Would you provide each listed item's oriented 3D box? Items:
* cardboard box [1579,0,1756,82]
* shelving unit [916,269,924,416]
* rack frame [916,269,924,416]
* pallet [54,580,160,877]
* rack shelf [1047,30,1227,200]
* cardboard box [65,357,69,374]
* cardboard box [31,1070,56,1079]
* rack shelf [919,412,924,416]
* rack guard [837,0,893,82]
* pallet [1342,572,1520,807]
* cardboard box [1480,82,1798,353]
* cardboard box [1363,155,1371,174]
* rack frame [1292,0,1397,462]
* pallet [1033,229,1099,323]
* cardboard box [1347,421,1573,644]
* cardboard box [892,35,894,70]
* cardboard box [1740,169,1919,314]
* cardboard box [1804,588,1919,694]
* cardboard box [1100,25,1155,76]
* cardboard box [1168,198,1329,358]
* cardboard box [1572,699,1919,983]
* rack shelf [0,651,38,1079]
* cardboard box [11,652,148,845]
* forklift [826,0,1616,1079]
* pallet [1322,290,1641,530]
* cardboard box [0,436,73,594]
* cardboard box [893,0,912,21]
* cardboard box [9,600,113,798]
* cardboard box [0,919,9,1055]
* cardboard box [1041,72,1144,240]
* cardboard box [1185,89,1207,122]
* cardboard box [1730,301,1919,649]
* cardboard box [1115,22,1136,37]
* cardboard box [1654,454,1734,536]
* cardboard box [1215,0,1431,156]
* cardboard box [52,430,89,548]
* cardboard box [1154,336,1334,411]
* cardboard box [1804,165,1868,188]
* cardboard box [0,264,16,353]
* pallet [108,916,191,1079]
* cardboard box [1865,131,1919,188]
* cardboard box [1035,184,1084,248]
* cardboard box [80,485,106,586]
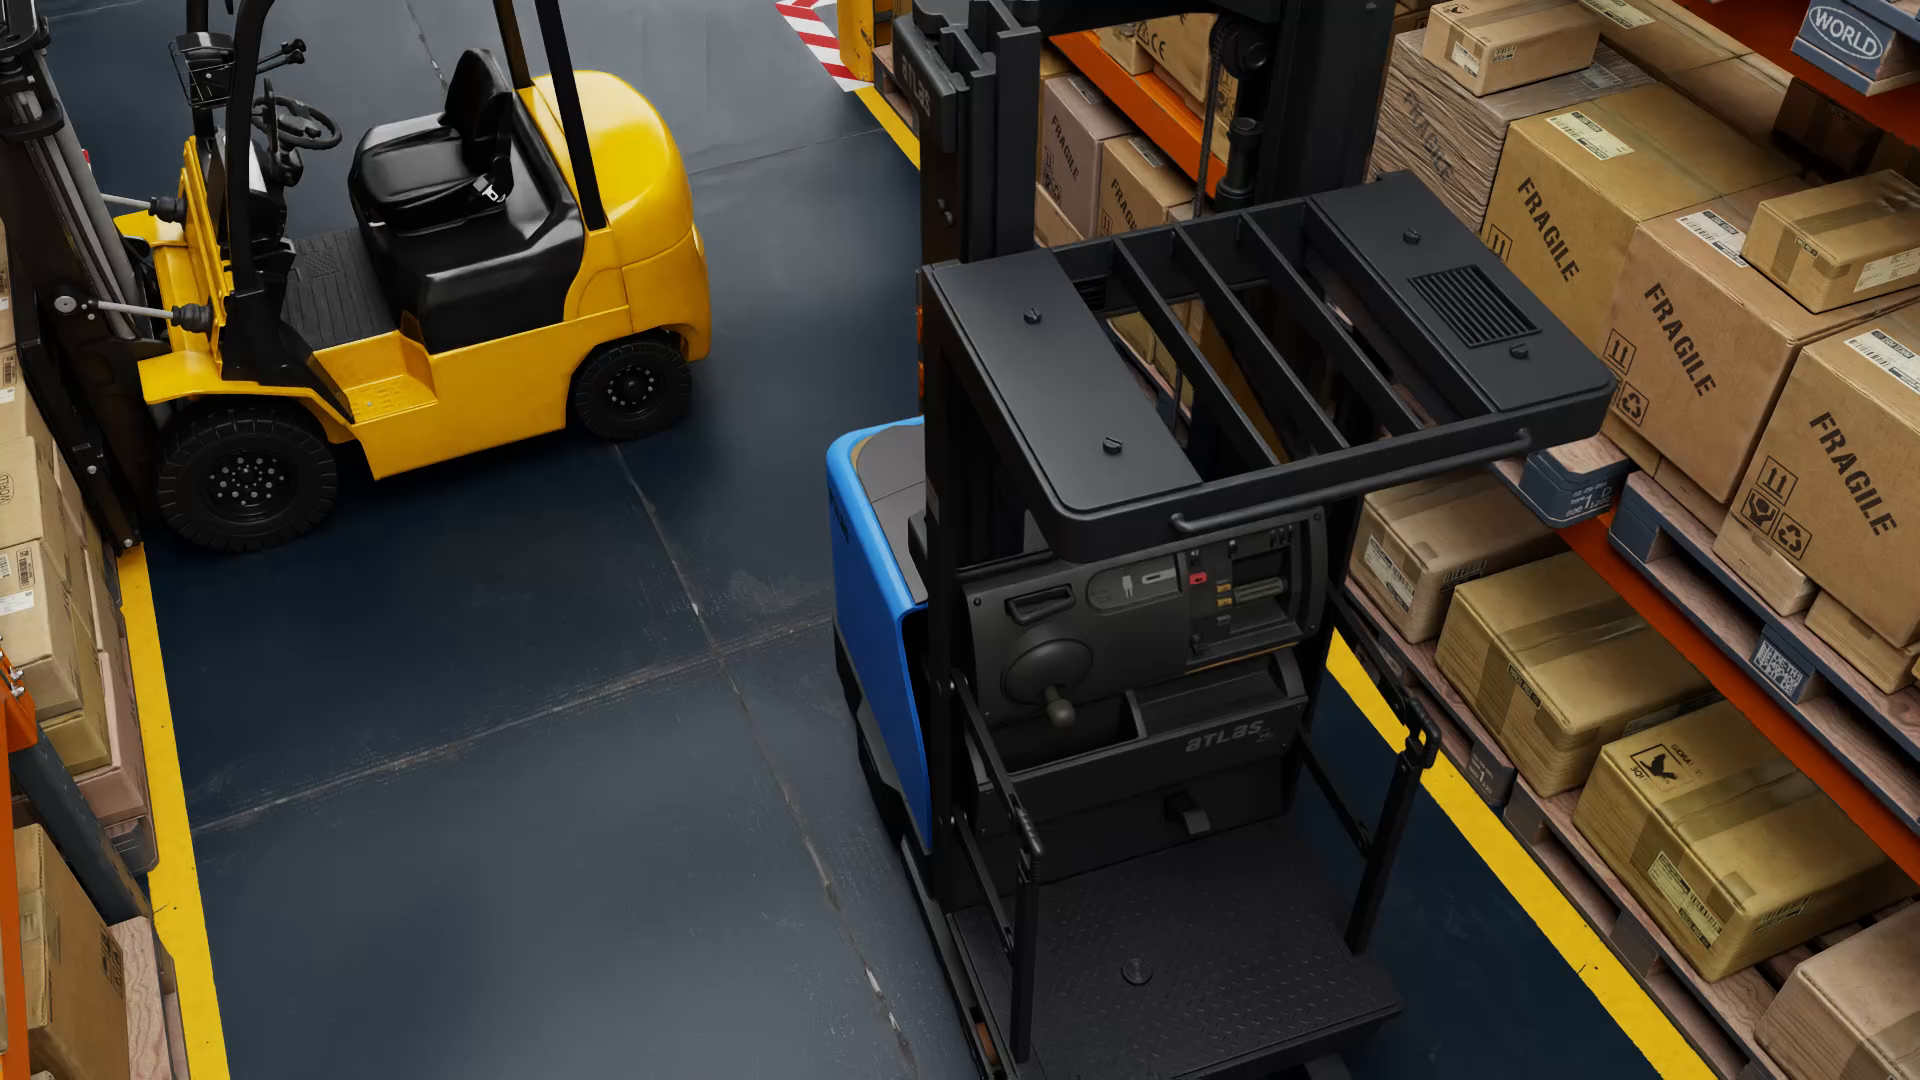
[{"bbox_3d":[1.994,-1.287,4.837,0.500,0.500,0.500,-19,48,-18],"label":"cardboard box"},{"bbox_3d":[0.069,-0.327,5.727,0.258,1.200,0.503,-18,47,-17],"label":"shelving unit"},{"bbox_3d":[-0.032,-0.483,5.885,0.240,1.200,0.015,-18,47,-17],"label":"rack frame"},{"bbox_3d":[-3.207,0.718,5.371,1.003,0.211,1.213,-18,47,-17],"label":"pallet"},{"bbox_3d":[0.750,-2.242,6.898,1.077,0.370,4.000,-18,47,-17],"label":"rack shelf"},{"bbox_3d":[-3.667,-0.789,6.217,0.500,0.250,0.500,-19,48,-18],"label":"cardboard box"},{"bbox_3d":[-2.362,1.767,3.715,0.875,0.625,0.625,-18,48,-18],"label":"cardboard box"},{"bbox_3d":[0.069,-0.279,5.774,0.258,0.148,0.480,-18,47,-17],"label":"rack shelf"},{"bbox_3d":[-0.059,-2.834,8.766,1.175,0.500,0.348,-18,47,-17],"label":"rack guard"},{"bbox_3d":[1.920,0.265,5.831,1.003,0.211,1.213,-18,47,-17],"label":"pallet"},{"bbox_3d":[1.739,-0.812,4.355,0.500,0.500,0.500,-18,47,-17],"label":"cardboard box"},{"bbox_3d":[1.180,-1.249,5.559,0.380,0.149,0.250,-18,48,-18],"label":"cardboard box"},{"bbox_3d":[1.591,-1.223,5.354,1.000,3.000,0.127,-18,47,-17],"label":"rack frame"},{"bbox_3d":[0.760,-1.427,7.546,1.003,0.211,1.213,-18,47,-17],"label":"pallet"},{"bbox_3d":[1.814,-0.104,5.791,0.950,0.372,0.625,-17,47,-17],"label":"cardboard box"},{"bbox_3d":[-0.002,-2.347,8.152,0.500,0.250,0.500,-18,48,-18],"label":"cardboard box"},{"bbox_3d":[2.018,-0.679,3.759,0.380,0.149,0.250,-16,47,-15],"label":"cardboard box"},{"bbox_3d":[2.198,0.162,3.830,0.380,0.149,0.250,-19,48,-19],"label":"cardboard box"},{"bbox_3d":[0.749,-1.895,6.214,0.380,0.149,0.250,-19,48,-18],"label":"cardboard box"},{"bbox_3d":[1.099,-0.959,6.211,0.500,0.500,0.500,-19,48,-18],"label":"cardboard box"},{"bbox_3d":[2.413,0.796,4.880,0.950,0.372,0.625,-17,47,-16],"label":"cardboard box"},{"bbox_3d":[-2.070,1.776,2.827,1.077,0.370,4.000,-18,47,-17],"label":"rack shelf"},{"bbox_3d":[-2.814,0.668,5.096,0.500,0.250,0.500,-18,47,-17],"label":"cardboard box"},{"bbox_3d":[0.536,0.275,3.885,1.130,2.935,3.031,-14,46,-13],"label":"forklift"},{"bbox_3d":[1.781,-0.625,4.884,1.003,0.211,1.213,-18,47,-17],"label":"pallet"},{"bbox_3d":[-3.035,-0.011,5.073,0.500,0.250,0.500,-18,47,-17],"label":"cardboard box"},{"bbox_3d":[0.008,-2.599,7.873,0.500,0.500,0.500,-20,48,-19],"label":"cardboard box"},{"bbox_3d":[-2.834,0.497,4.913,0.500,0.250,0.500,-18,47,-18],"label":"cardboard box"},{"bbox_3d":[-2.245,0.861,3.348,0.500,0.250,0.500,-18,47,-18],"label":"cardboard box"},{"bbox_3d":[0.668,-1.607,6.868,0.500,0.500,0.500,-16,47,-15],"label":"cardboard box"},{"bbox_3d":[1.030,-1.595,5.909,0.380,0.149,0.250,-18,47,-17],"label":"cardboard box"},{"bbox_3d":[2.161,-0.168,3.703,0.500,0.500,0.500,-20,48,-19],"label":"cardboard box"},{"bbox_3d":[0.734,-2.230,6.091,0.500,0.500,0.500,-17,47,-16],"label":"cardboard box"},{"bbox_3d":[1.995,-0.184,4.180,0.380,0.149,0.250,-18,47,-17],"label":"cardboard box"},{"bbox_3d":[1.179,-1.574,5.427,0.500,0.500,0.500,-19,48,-18],"label":"cardboard box"},{"bbox_3d":[-3.249,-0.147,5.566,0.500,0.250,0.500,-18,48,-18],"label":"cardboard box"},{"bbox_3d":[1.099,-0.691,6.474,0.500,0.250,0.500,-16,47,-16],"label":"cardboard box"},{"bbox_3d":[2.415,-0.641,4.182,0.500,0.500,0.500,-17,47,-16],"label":"cardboard box"},{"bbox_3d":[-3.469,-0.662,5.732,0.500,0.250,0.500,-19,48,-18],"label":"cardboard box"},{"bbox_3d":[-2.566,1.696,4.381,1.003,0.211,1.213,-18,47,-17],"label":"pallet"},{"bbox_3d":[2.428,-0.914,3.997,0.380,0.149,0.250,-20,48,-19],"label":"cardboard box"},{"bbox_3d":[0.656,-1.353,7.144,0.500,0.250,0.500,-17,47,-17],"label":"cardboard box"},{"bbox_3d":[-3.271,0.026,5.746,0.500,0.250,0.500,-17,47,-17],"label":"cardboard box"}]
